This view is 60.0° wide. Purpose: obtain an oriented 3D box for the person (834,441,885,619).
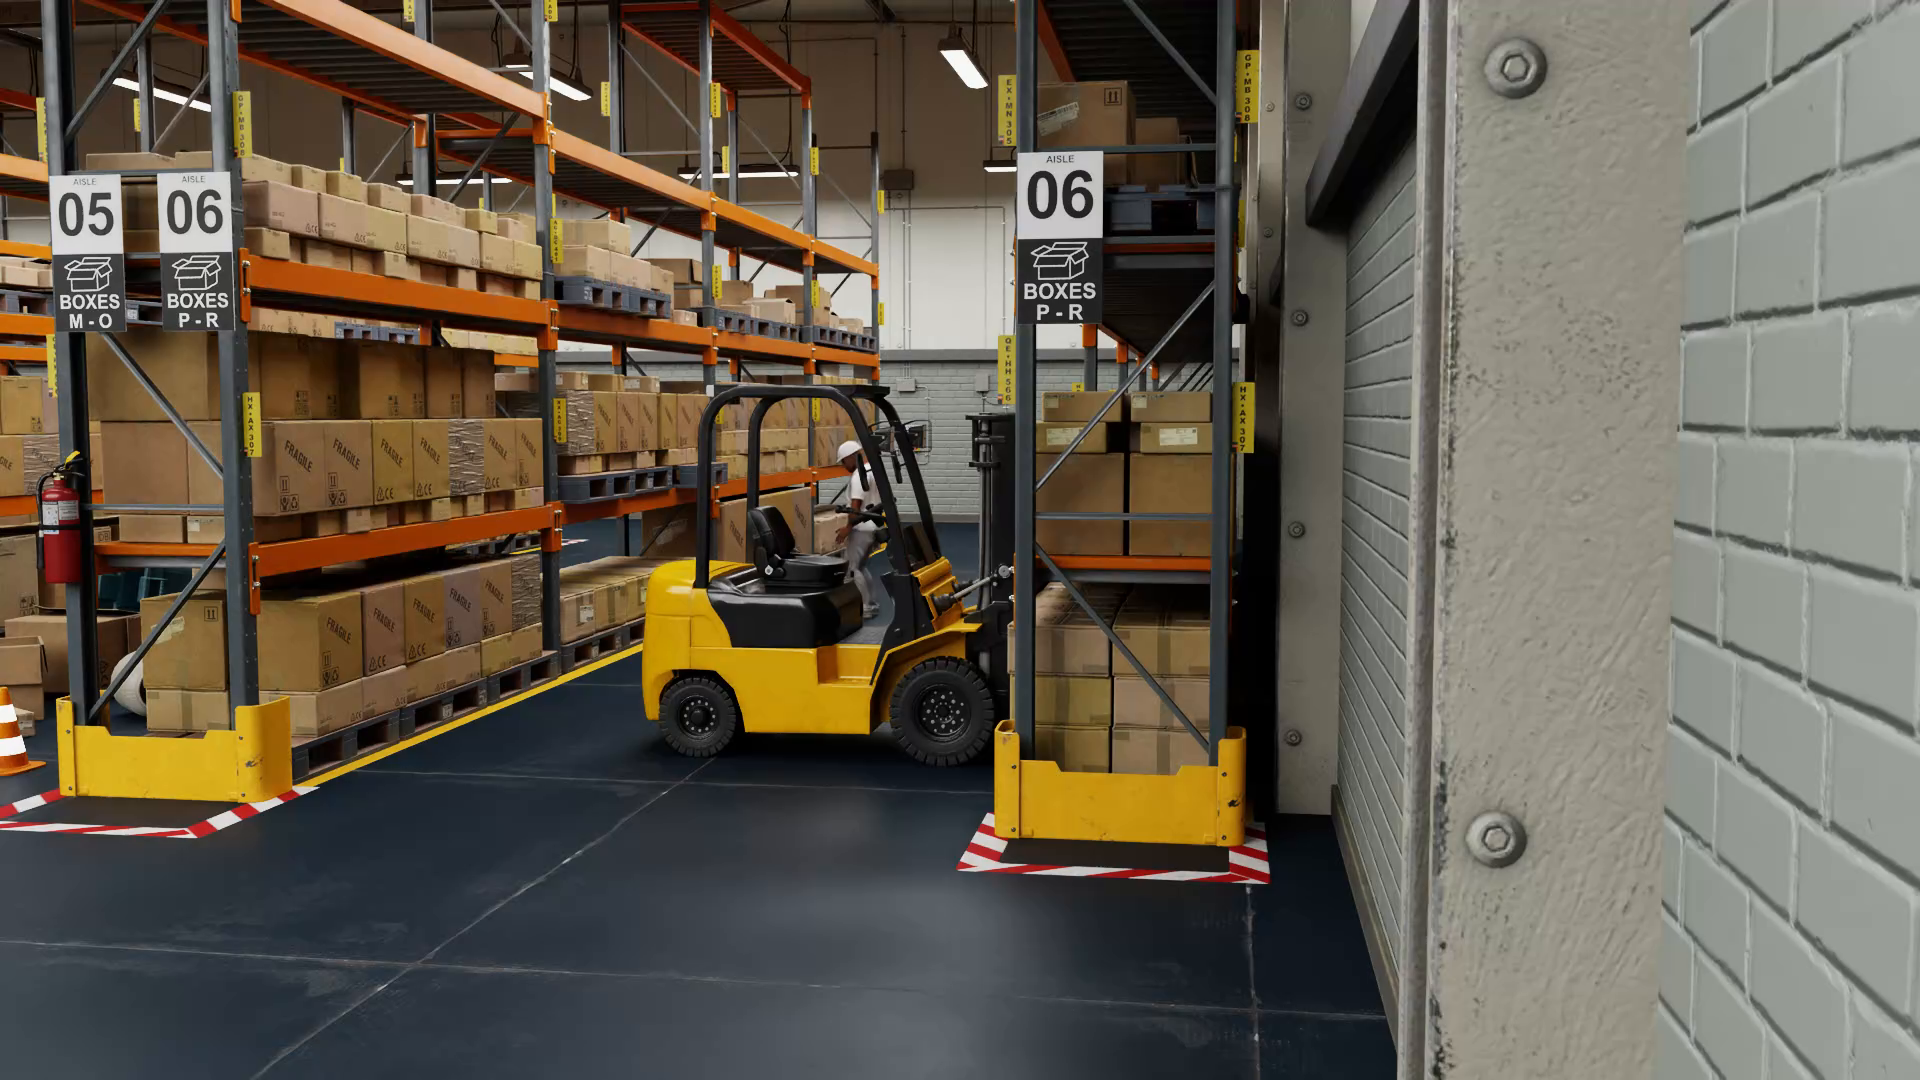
[{"bbox_3d":[-0.978,-0.101,16.143,0.453,1.716,0.591,1,5,10],"label":"person"}]
